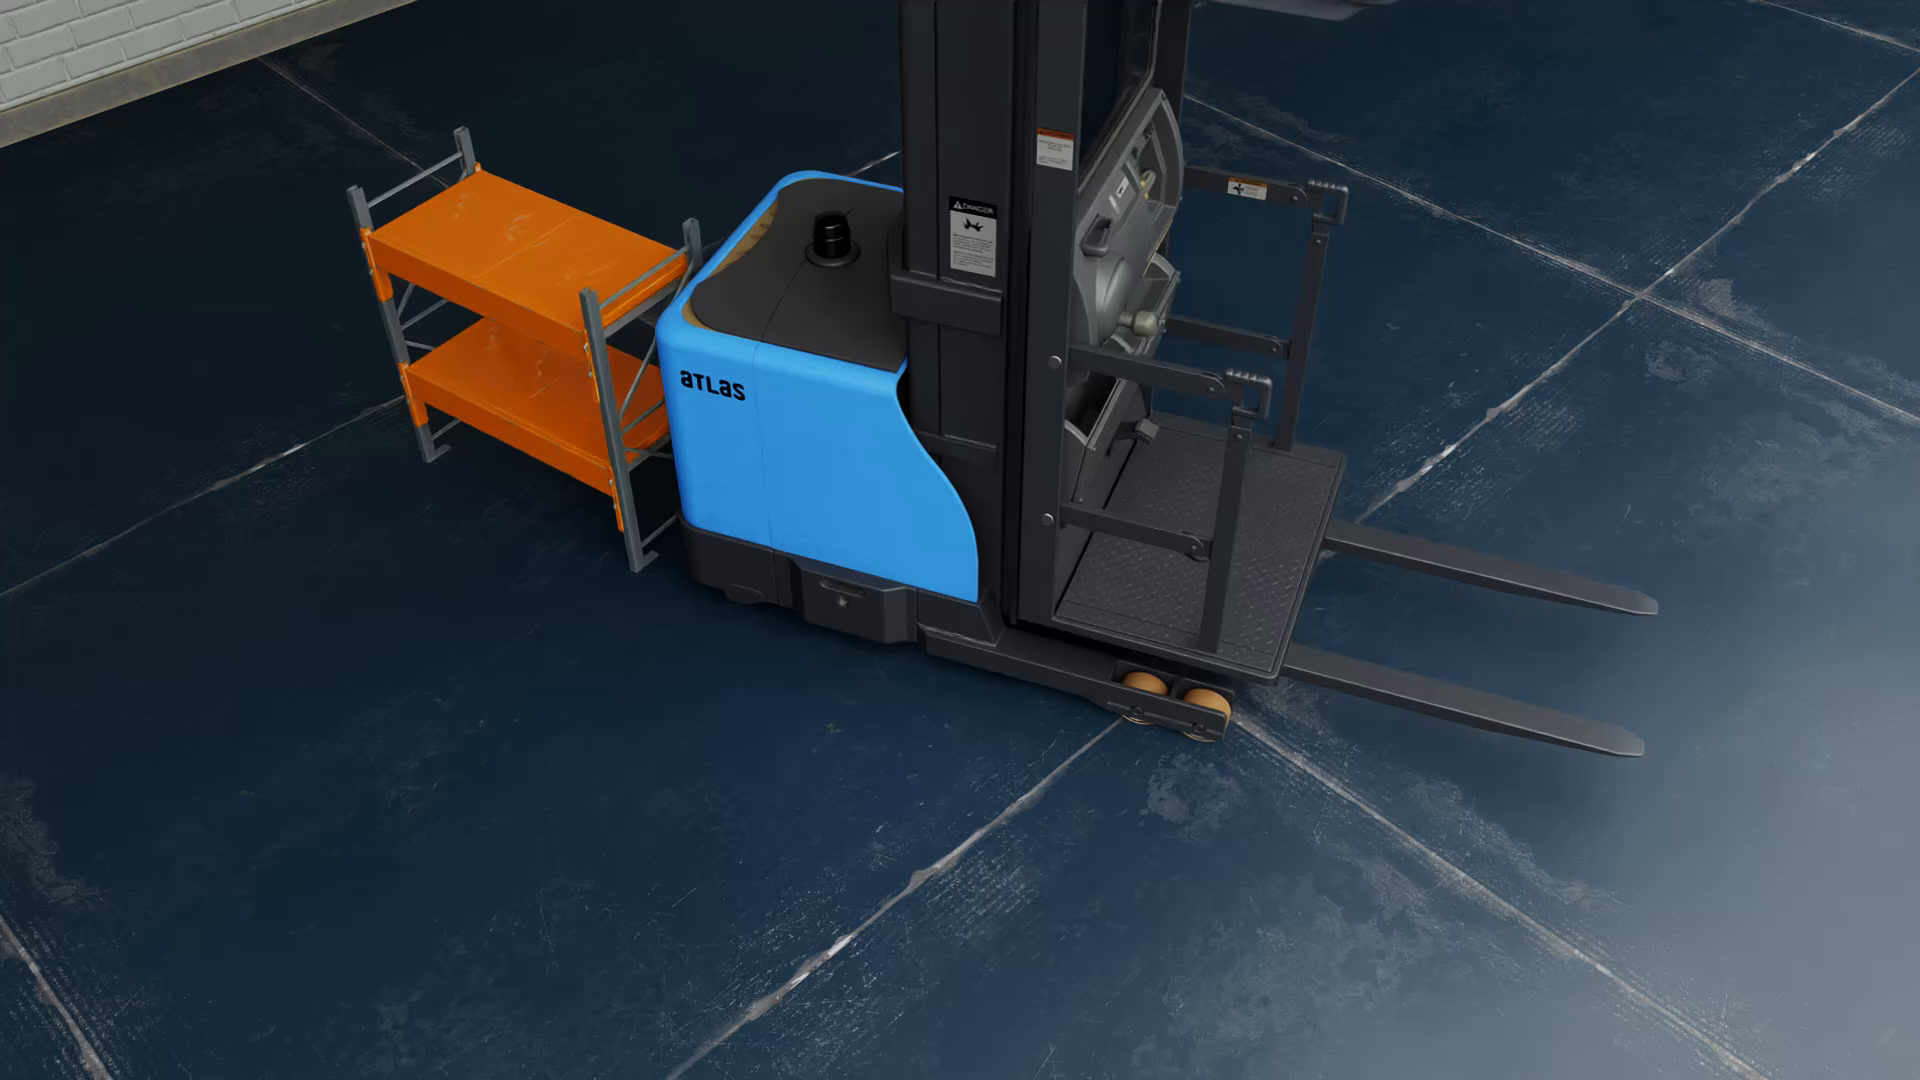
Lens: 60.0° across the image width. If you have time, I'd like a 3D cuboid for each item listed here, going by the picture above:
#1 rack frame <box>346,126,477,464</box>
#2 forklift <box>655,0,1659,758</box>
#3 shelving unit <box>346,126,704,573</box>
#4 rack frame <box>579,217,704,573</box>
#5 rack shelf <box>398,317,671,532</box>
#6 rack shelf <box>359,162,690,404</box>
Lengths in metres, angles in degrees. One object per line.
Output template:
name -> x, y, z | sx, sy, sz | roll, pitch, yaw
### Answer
rack frame -> -1.805, -0.836, 5.826 | 0.032, 1.125, 0.500 | 25, 48, 24
forklift -> 0.656, -0.871, 4.533 | 3.031, 2.935, 1.130 | 14, 45, 15
shelving unit -> -1.385, -0.641, 5.615 | 1.048, 1.125, 0.538 | 25, 48, 24
rack frame -> -0.966, -0.447, 5.404 | 0.032, 1.125, 0.500 | 25, 48, 24
rack shelf -> -1.385, -0.462, 5.781 | 1.000, 0.278, 0.538 | 25, 48, 24
rack shelf -> -1.385, -0.856, 5.416 | 1.000, 0.278, 0.538 | 25, 48, 24
